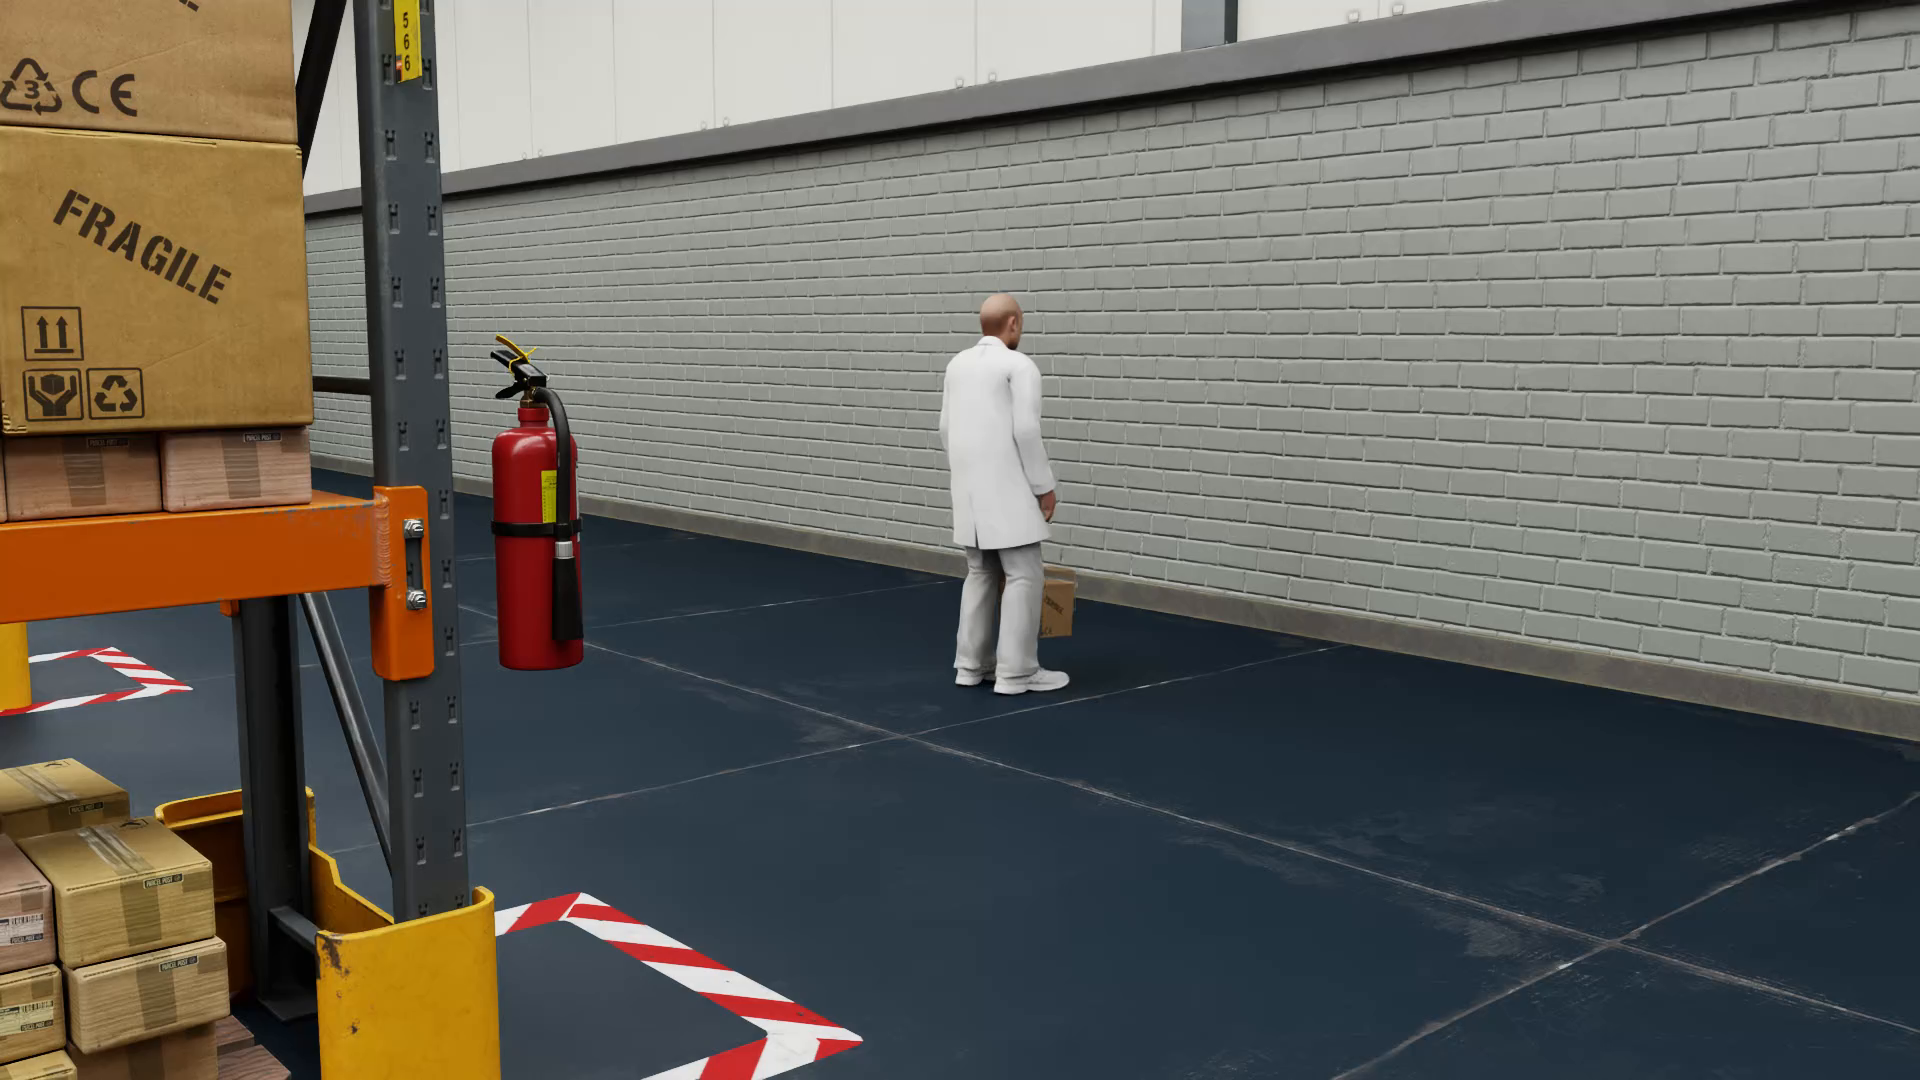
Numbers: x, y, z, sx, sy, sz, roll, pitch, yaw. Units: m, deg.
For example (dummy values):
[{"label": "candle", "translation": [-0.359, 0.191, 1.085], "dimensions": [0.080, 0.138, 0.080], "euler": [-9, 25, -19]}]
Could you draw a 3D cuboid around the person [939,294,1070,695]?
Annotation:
[{"label": "person", "translation": [0.173, -0.215, 7.519], "dimensions": [0.425, 1.776, 0.601], "euler": [-7, 10, -43]}]
